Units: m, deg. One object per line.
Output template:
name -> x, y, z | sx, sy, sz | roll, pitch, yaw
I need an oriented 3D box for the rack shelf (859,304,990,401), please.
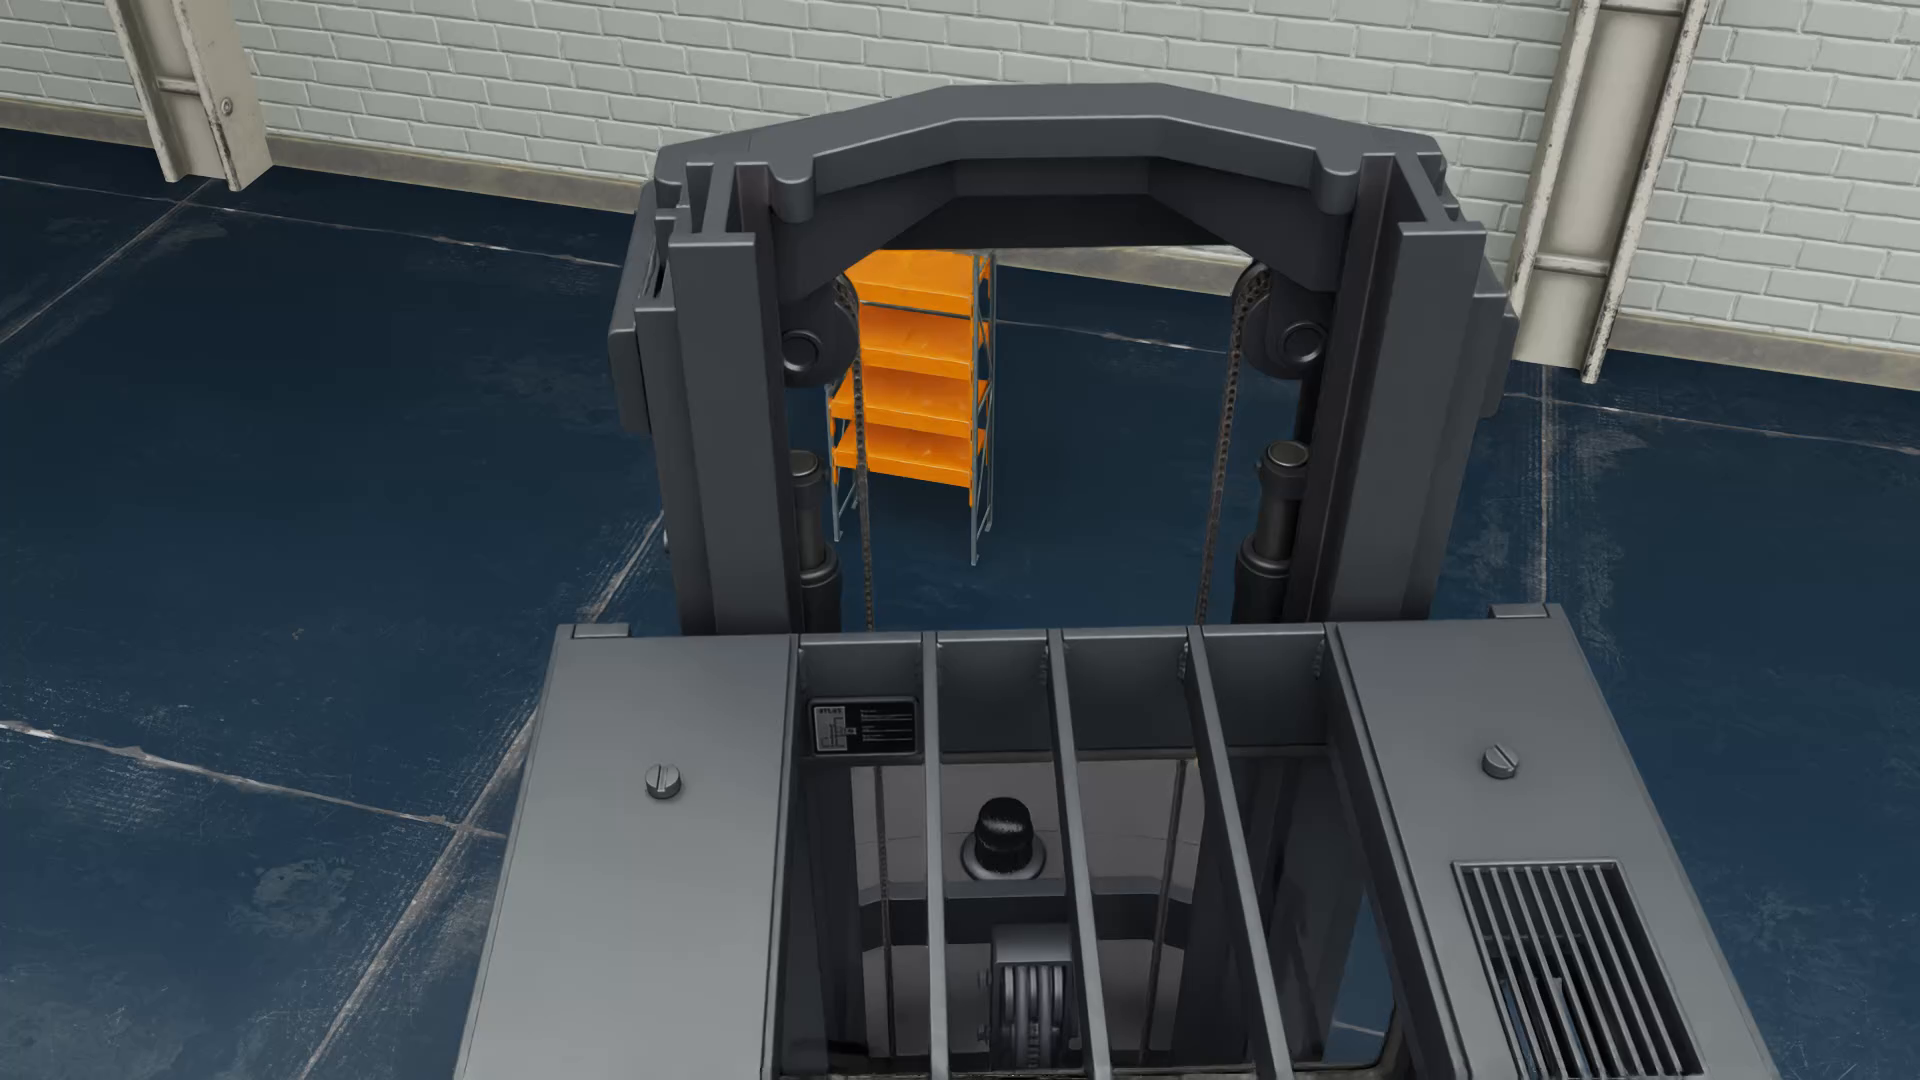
rack shelf -> -0.160, -0.607, 5.296 | 0.480, 0.148, 0.258 | 10, 41, 11

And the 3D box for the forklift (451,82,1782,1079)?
forklift -> 0.120, 1.061, 2.208 | 1.130, 2.935, 3.031 | -1, 40, -1

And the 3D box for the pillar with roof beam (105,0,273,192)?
pillar with roof beam -> -4.583, -2.505, 1.735 | 0.400, 9.000, 9.100 | 10, 41, 11

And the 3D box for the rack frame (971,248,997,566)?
rack frame -> 0.076, -0.446, 5.349 | 0.015, 1.200, 0.240 | 10, 41, 11

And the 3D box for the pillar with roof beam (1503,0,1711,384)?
pillar with roof beam -> 1.213, -1.507, 0.548 | 0.400, 9.000, 9.100 | 10, 41, 11

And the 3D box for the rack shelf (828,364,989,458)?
rack shelf -> -0.160, -0.435, 5.440 | 0.480, 0.148, 0.258 | 10, 41, 11

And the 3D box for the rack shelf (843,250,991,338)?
rack shelf -> -0.160, -0.788, 5.144 | 0.480, 0.148, 0.258 | 10, 41, 11

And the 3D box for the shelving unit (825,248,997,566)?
shelving unit -> -0.160, -0.487, 5.397 | 0.503, 1.200, 0.258 | 10, 41, 11

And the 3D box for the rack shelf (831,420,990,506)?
rack shelf -> -0.160, -0.283, 5.568 | 0.480, 0.148, 0.258 | 10, 41, 11

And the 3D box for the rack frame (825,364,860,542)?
rack frame -> -0.396, -0.528, 5.445 | 0.015, 1.200, 0.240 | 10, 41, 11
